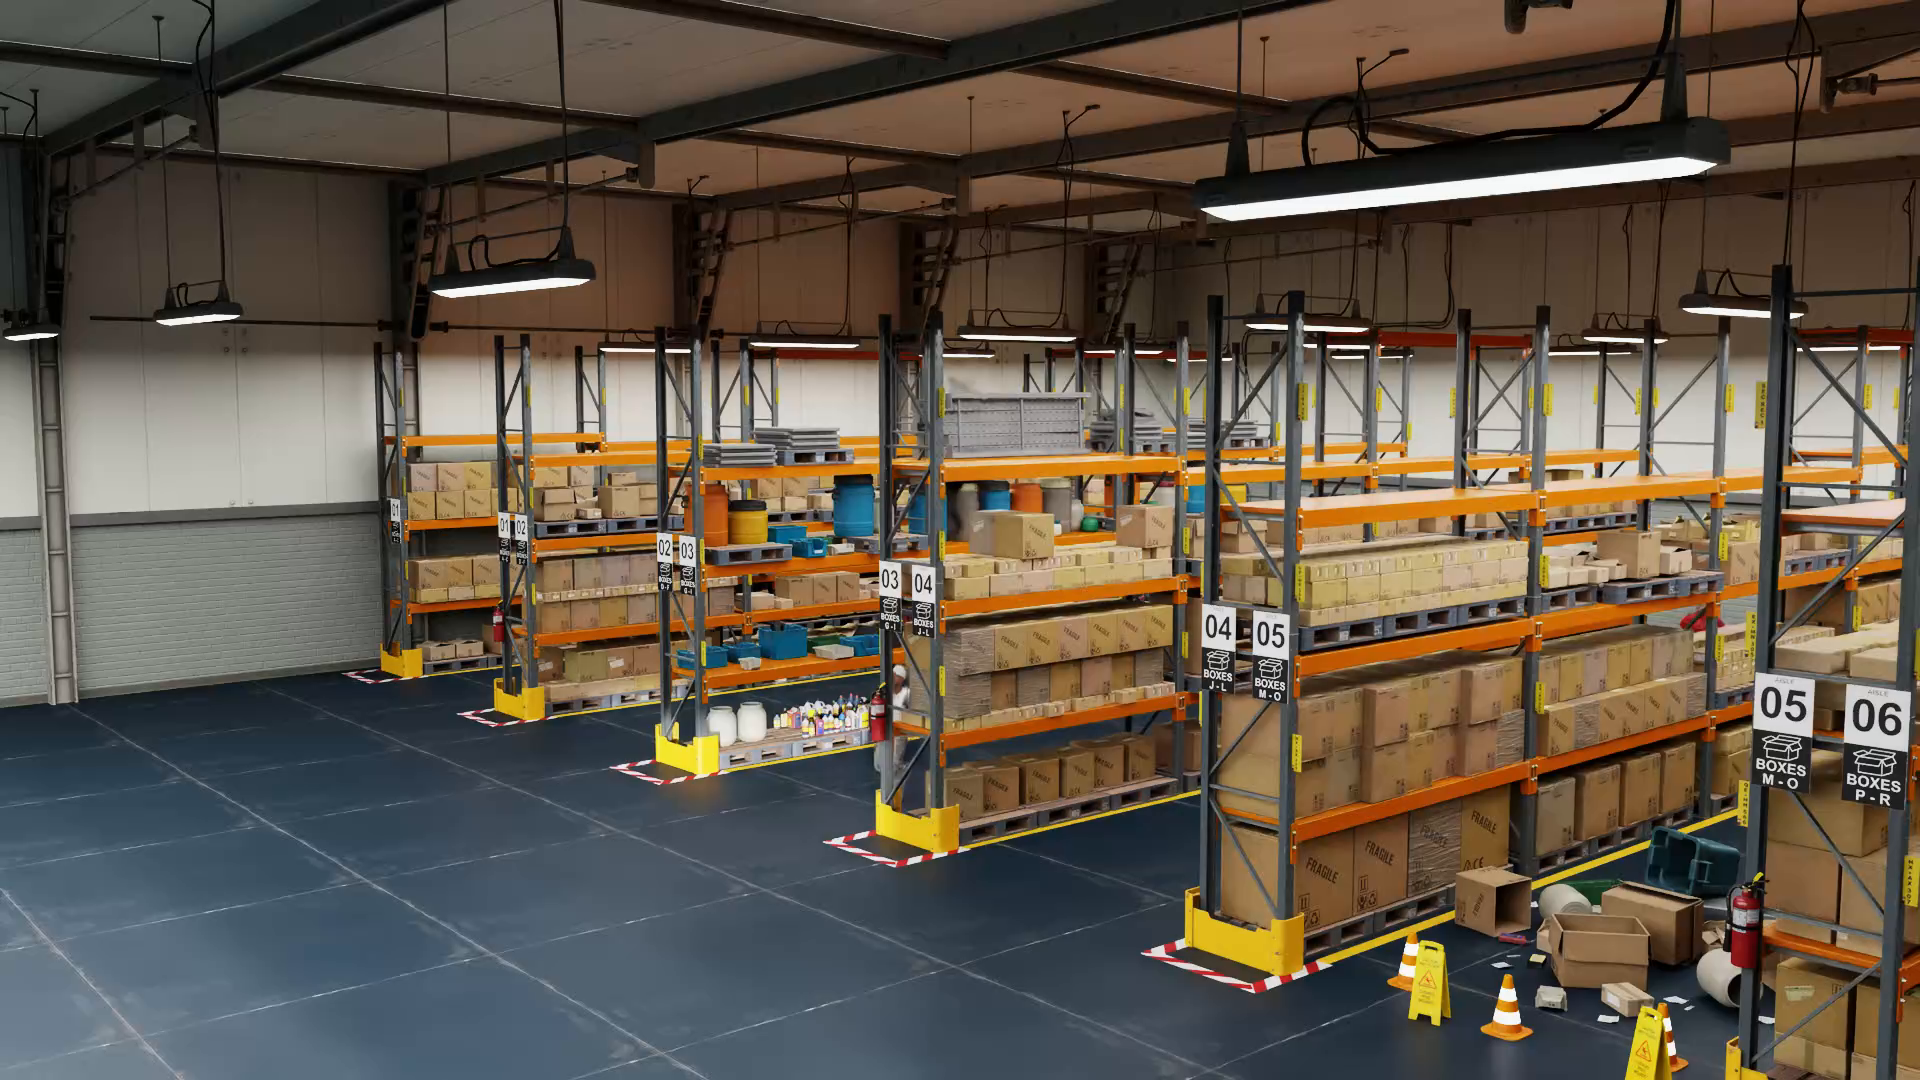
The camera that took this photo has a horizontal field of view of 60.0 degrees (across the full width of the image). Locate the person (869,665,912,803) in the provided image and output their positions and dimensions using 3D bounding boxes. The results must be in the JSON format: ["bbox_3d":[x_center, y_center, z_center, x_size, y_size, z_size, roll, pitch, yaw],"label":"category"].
[{"bbox_3d":[-0.792,2.416,20.668,0.688,1.735,0.601,4,7,39],"label":"person"}]

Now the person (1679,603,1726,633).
[{"bbox_3d":[12.384,1.825,27.723,0.757,1.701,0.694,3,6,31],"label":"person"}]
